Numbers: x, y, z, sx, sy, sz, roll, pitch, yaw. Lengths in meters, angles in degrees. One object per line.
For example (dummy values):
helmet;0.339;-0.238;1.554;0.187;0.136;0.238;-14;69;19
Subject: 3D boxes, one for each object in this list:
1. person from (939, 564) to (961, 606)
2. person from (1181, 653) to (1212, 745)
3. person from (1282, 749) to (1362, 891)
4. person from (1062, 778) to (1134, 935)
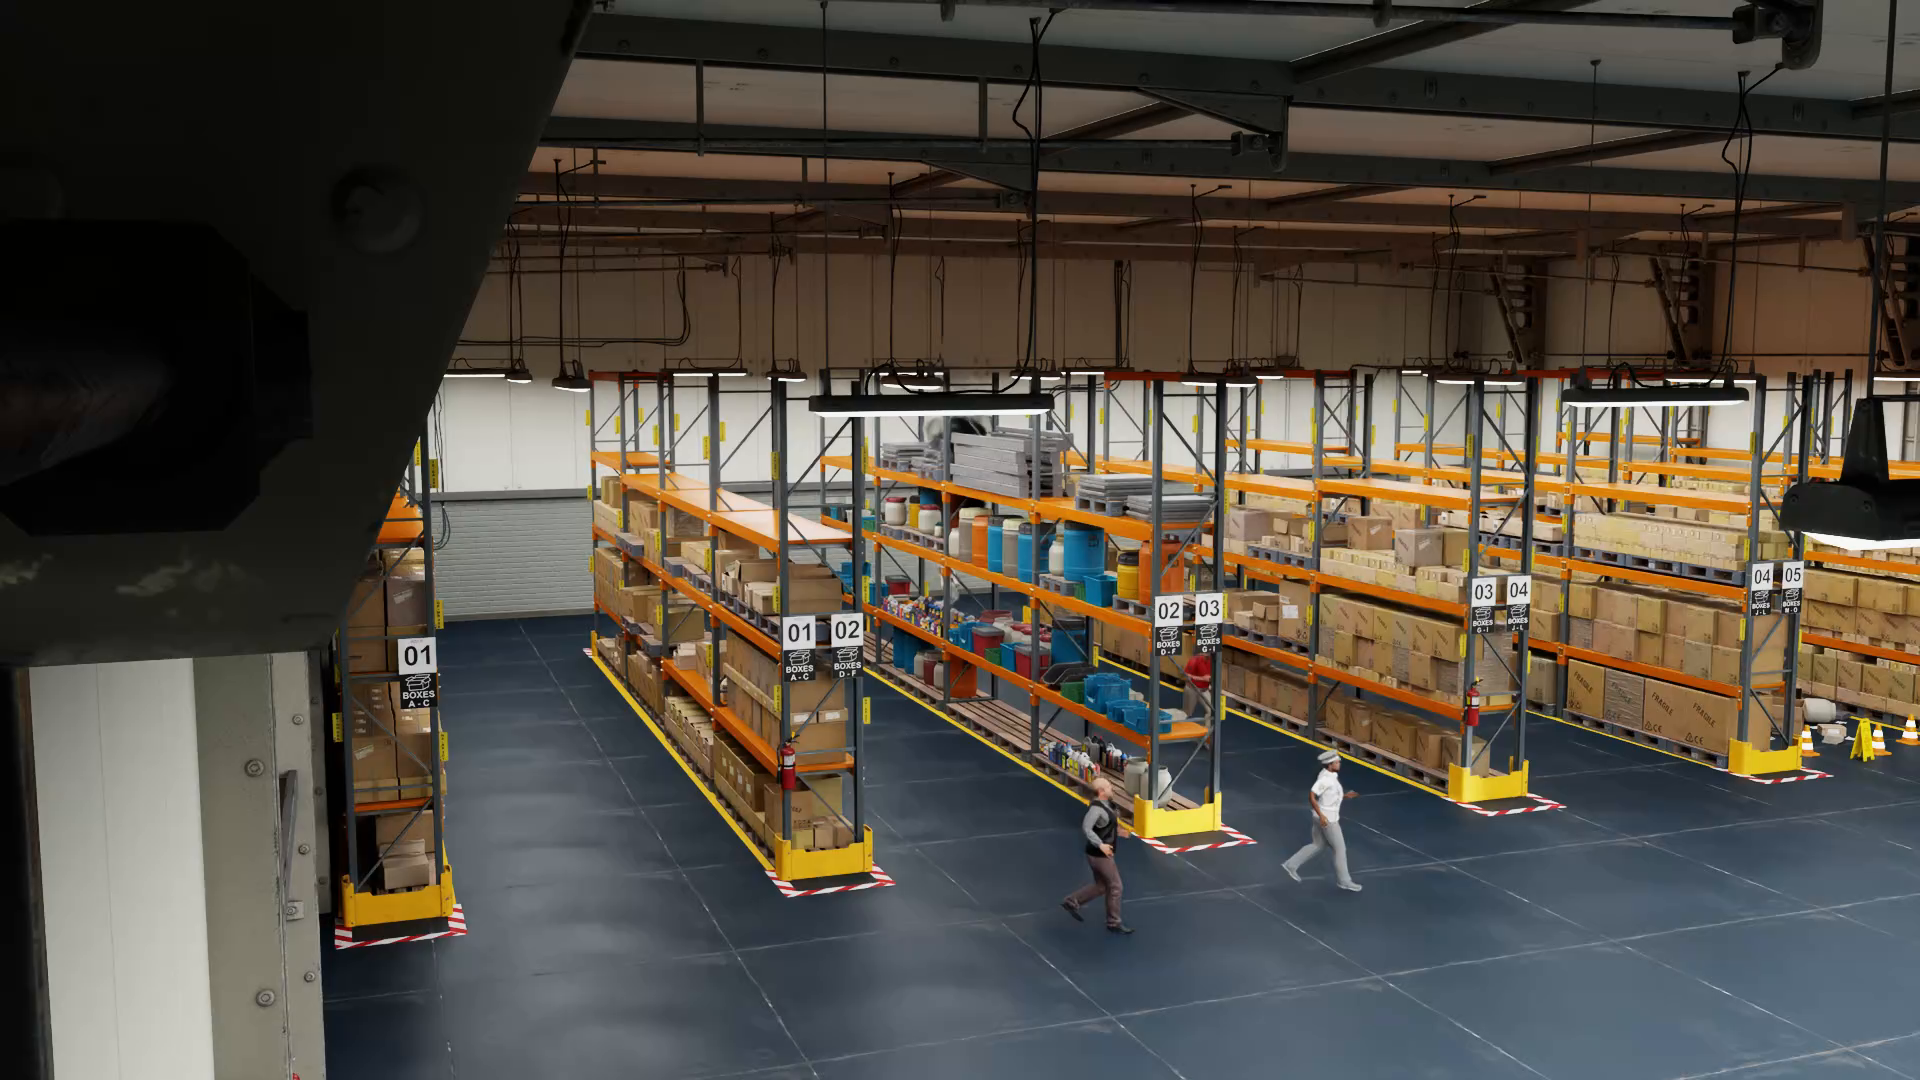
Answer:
person;-0.256;1.061;39.515;0.528;1.741;0.677;-1;6;-6
person;3.807;2.500;26.951;0.658;1.752;1.015;-4;7;-29
person;4.283;3.284;19.583;0.939;1.683;0.574;1;6;6
person;1.514;3.452;18.216;0.803;1.725;0.665;1;6;5
